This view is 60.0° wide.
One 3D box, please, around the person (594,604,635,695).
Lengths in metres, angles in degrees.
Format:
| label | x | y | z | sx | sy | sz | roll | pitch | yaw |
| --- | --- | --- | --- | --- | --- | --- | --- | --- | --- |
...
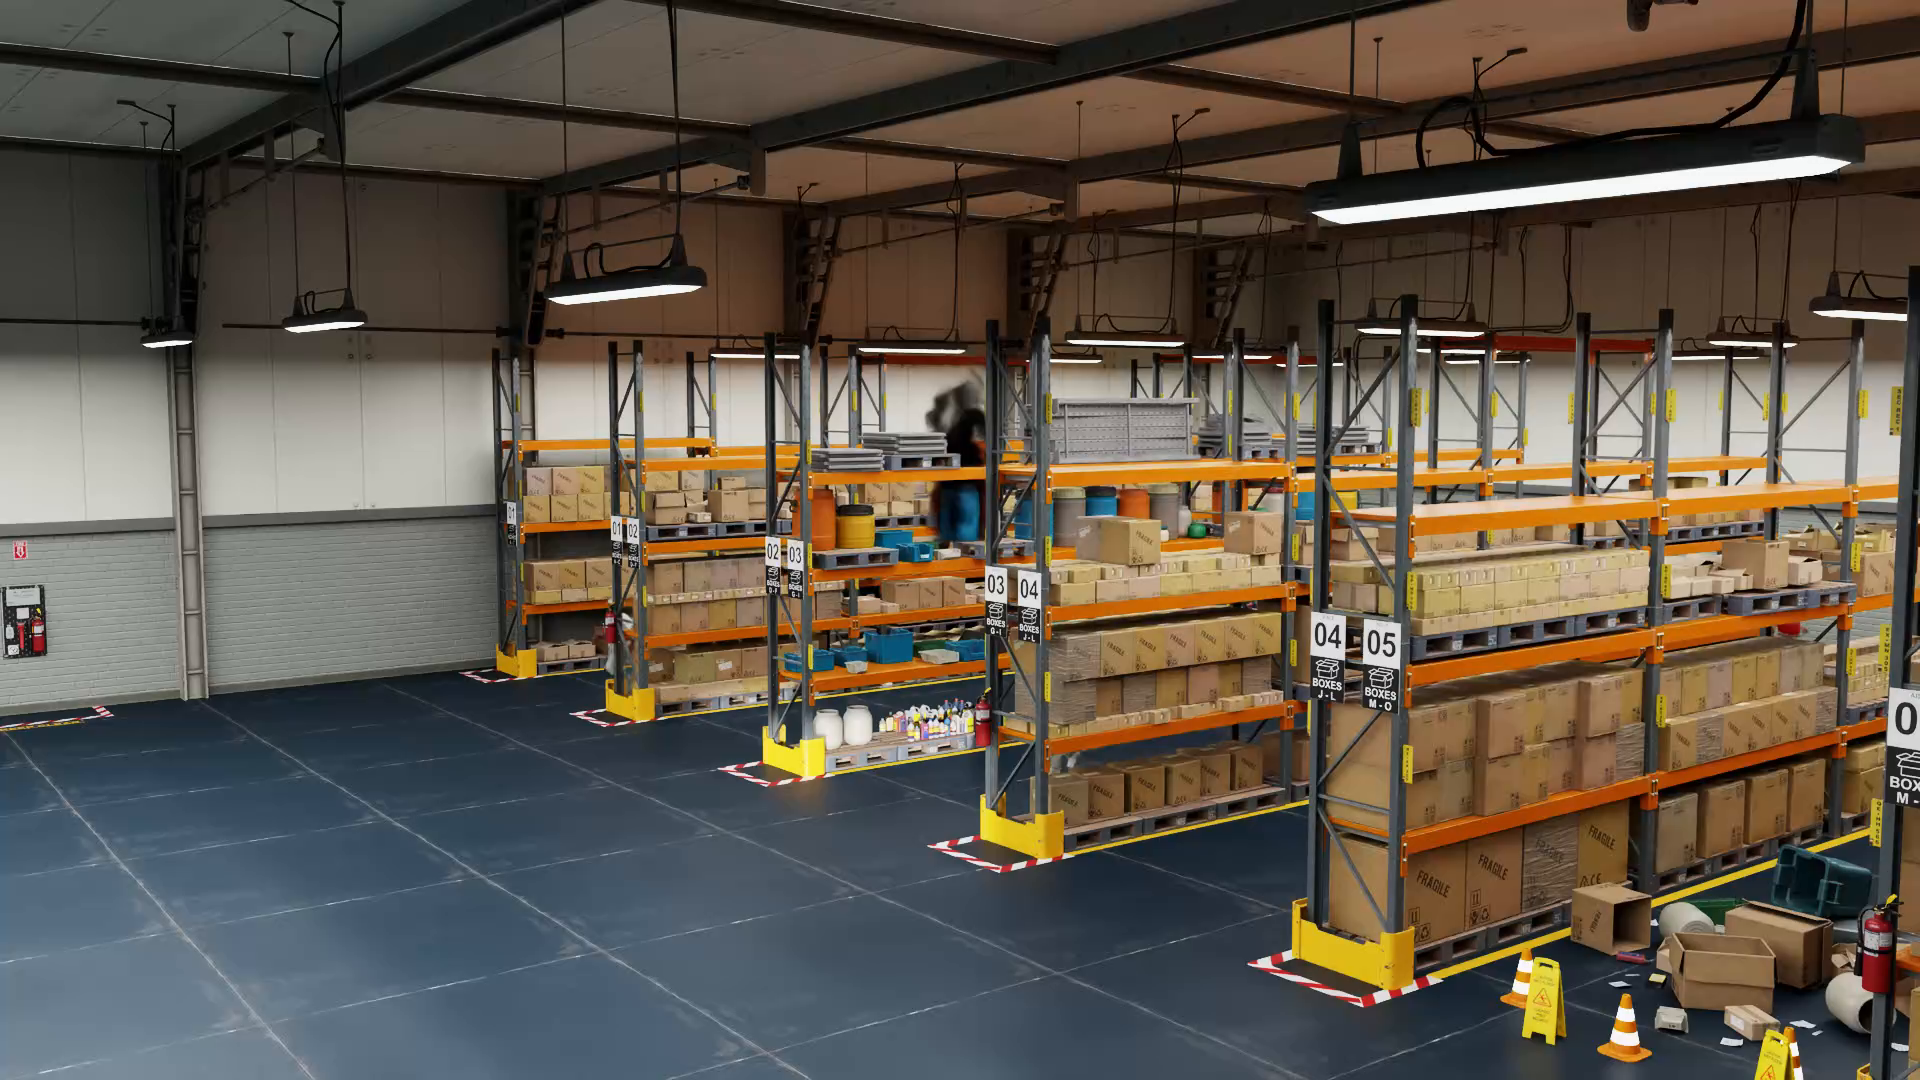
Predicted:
| label | x | y | z | sx | sy | sz | roll | pitch | yaw |
| --- | --- | --- | --- | --- | --- | --- | --- | --- | --- |
| person | -5.863 | 1.845 | 28.268 | 0.609 | 1.679 | 0.729 | -4 | 6 | -39 |

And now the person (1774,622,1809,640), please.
| label | x | y | z | sx | sy | sz | roll | pitch | yaw |
| --- | --- | --- | --- | --- | --- | --- | --- | --- | --- |
| person | 14.444 | 1.788 | 28.998 | 0.692 | 1.762 | 0.627 | -3 | 6 | -29 |

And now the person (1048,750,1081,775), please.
| label | x | y | z | sx | sy | sz | roll | pitch | yaw |
| --- | --- | --- | --- | --- | --- | --- | --- | --- | --- |
| person | 1.320 | 2.173 | 21.352 | 0.704 | 1.657 | 0.570 | -5 | 7 | -42 |
